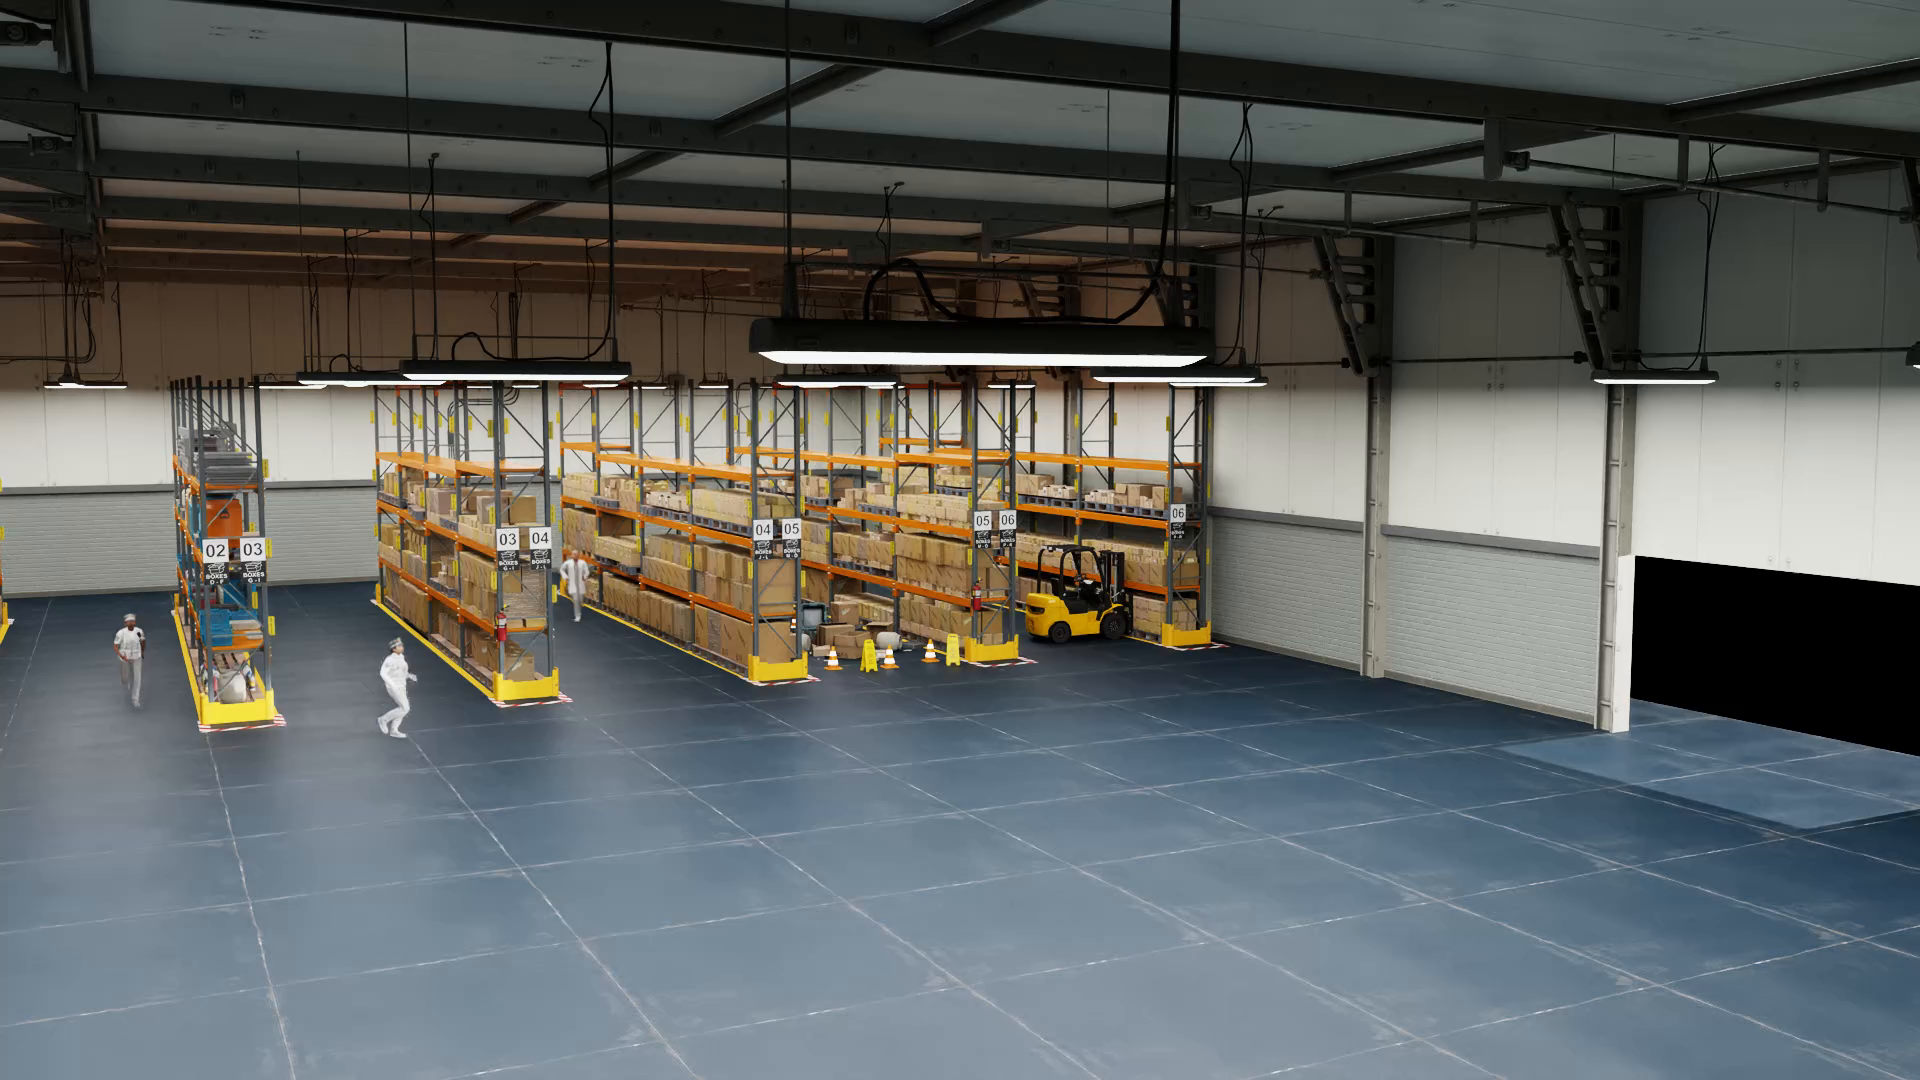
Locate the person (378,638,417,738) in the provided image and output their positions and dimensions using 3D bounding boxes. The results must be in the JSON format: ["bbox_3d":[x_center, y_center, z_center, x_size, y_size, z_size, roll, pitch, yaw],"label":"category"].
[{"bbox_3d":[-9.342,2.446,27.631,0.575,1.670,0.606,0,5,3],"label":"person"}]

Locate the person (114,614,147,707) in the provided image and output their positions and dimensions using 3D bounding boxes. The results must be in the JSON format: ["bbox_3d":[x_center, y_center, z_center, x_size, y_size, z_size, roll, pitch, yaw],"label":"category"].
[{"bbox_3d":[-15.275,2.198,30.641,0.557,1.682,0.960,-3,6,-30],"label":"person"}]

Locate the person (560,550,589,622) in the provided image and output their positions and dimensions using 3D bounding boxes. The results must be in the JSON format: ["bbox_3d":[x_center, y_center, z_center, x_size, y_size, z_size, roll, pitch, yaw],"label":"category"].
[{"bbox_3d":[-9.665,1.131,41.774,0.718,1.771,0.858,-2,6,-24],"label":"person"}]
